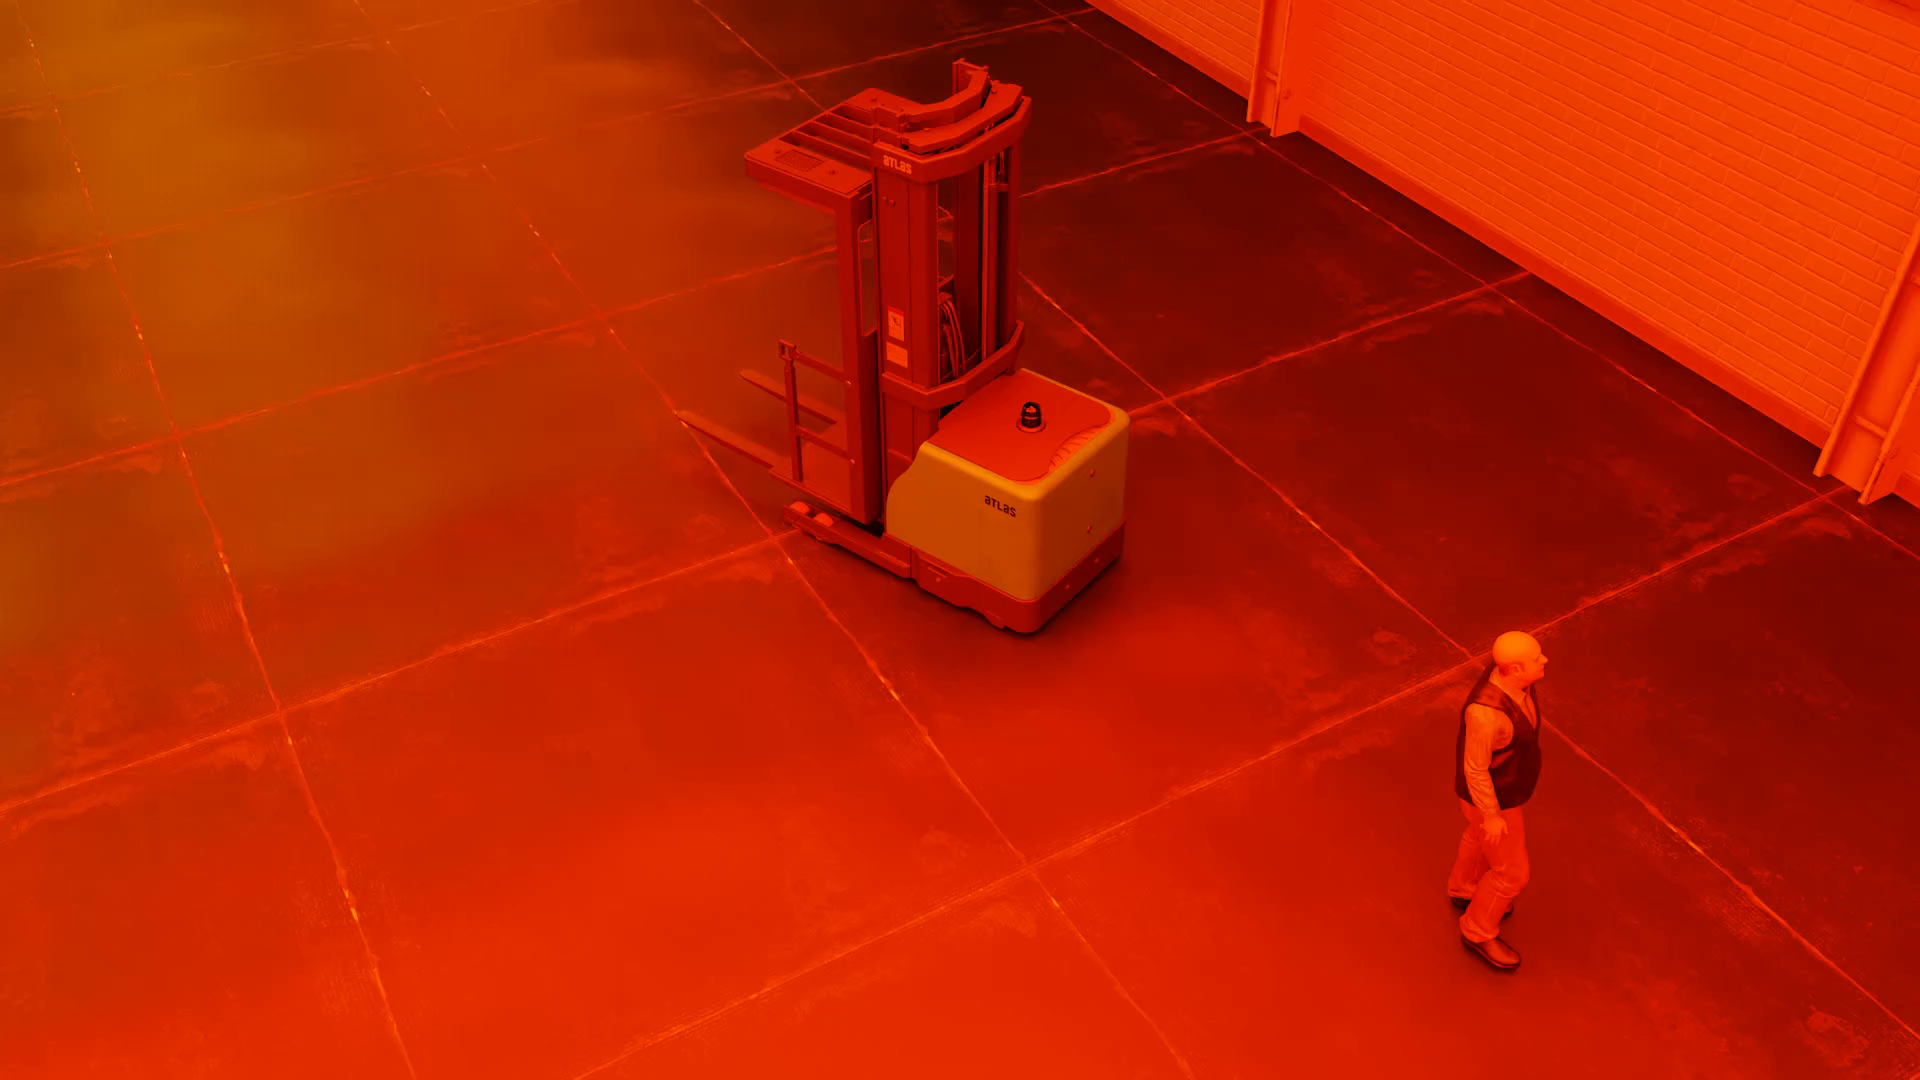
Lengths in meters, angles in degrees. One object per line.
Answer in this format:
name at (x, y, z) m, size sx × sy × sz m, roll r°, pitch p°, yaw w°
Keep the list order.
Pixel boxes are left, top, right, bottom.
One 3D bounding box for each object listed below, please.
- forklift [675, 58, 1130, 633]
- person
forklift at (-0.481, -1.366, 9.683) m, size 3.031 × 2.935 × 1.130 m, roll 26°, pitch 46°, yaw 28°
person at (2.509, 1.145, 7.593) m, size 0.578 × 1.717 × 0.633 m, roll 19°, pitch 43°, yaw 22°
